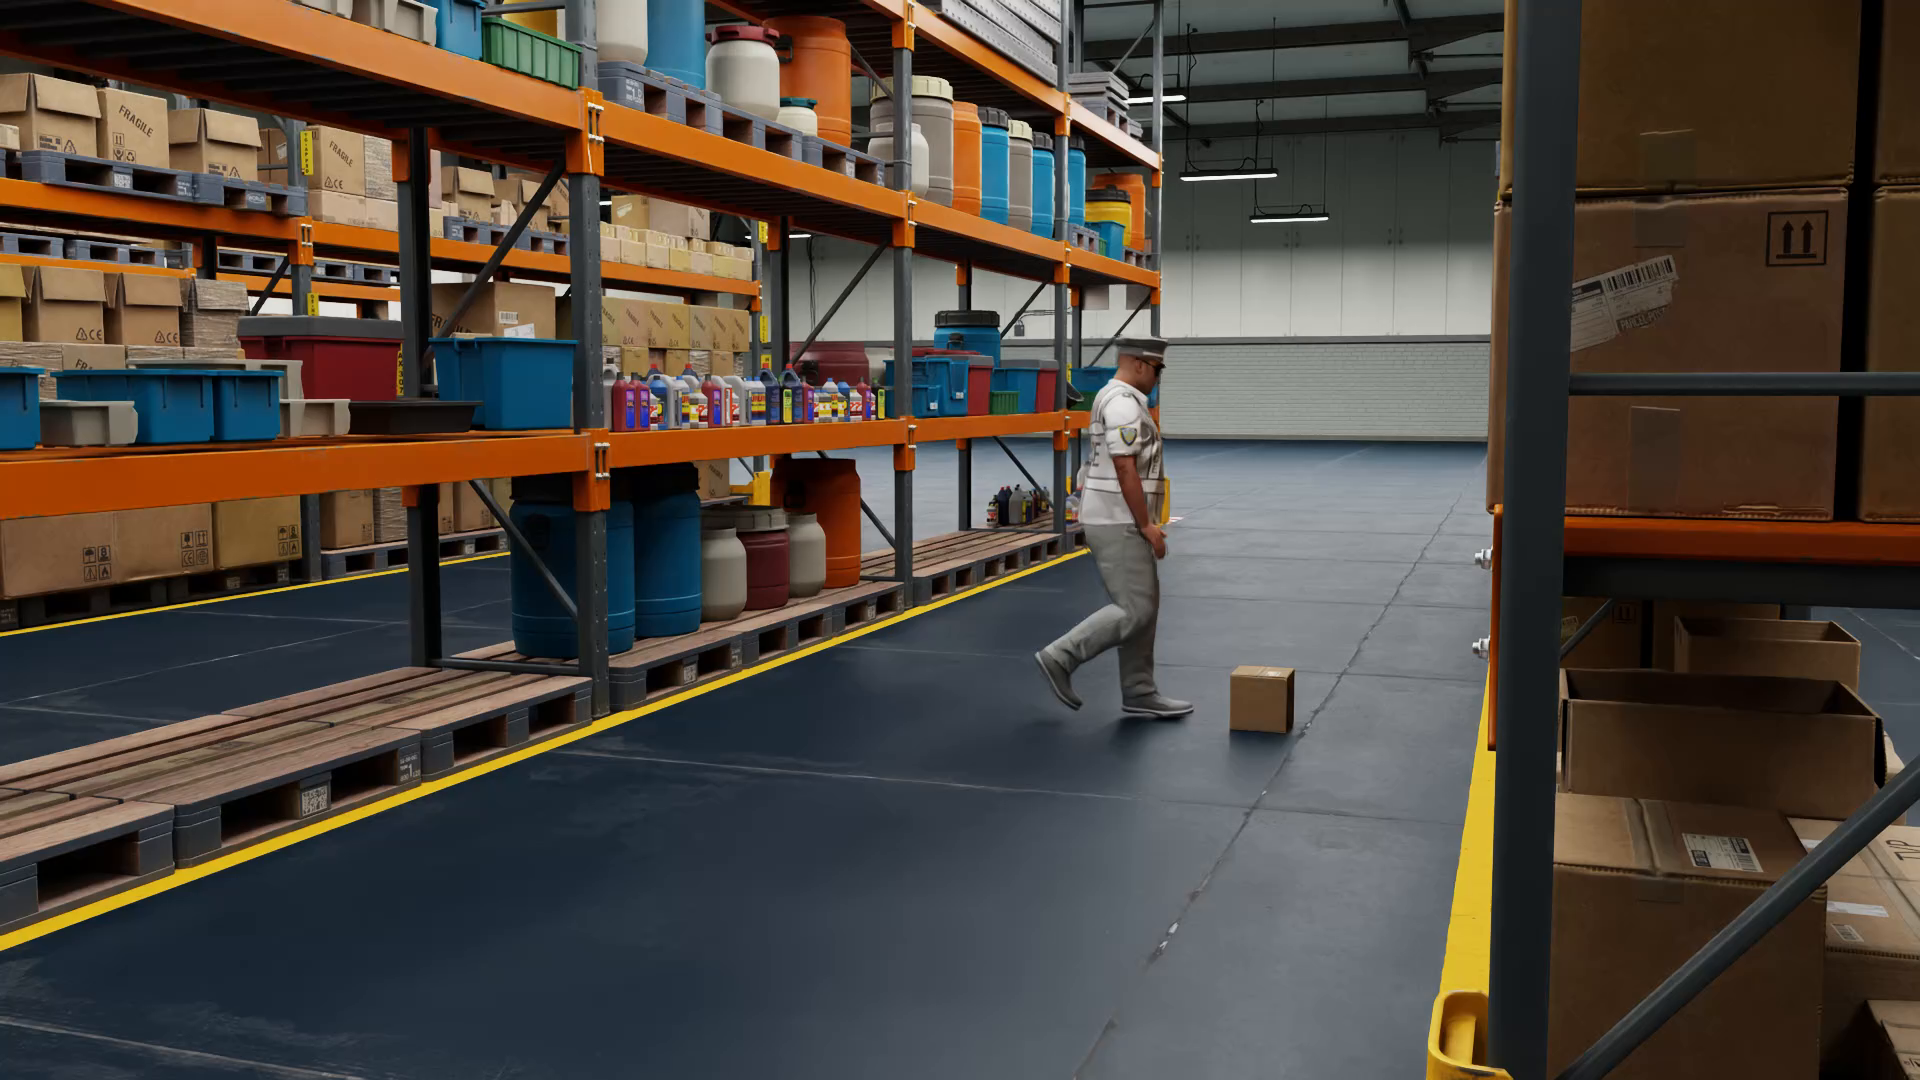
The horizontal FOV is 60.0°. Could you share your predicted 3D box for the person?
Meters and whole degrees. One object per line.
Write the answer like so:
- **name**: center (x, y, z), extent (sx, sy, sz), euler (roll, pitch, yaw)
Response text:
- **person**: center (0.705, -0.062, 7.544), extent (0.725, 1.735, 0.548), euler (0, 5, 4)
